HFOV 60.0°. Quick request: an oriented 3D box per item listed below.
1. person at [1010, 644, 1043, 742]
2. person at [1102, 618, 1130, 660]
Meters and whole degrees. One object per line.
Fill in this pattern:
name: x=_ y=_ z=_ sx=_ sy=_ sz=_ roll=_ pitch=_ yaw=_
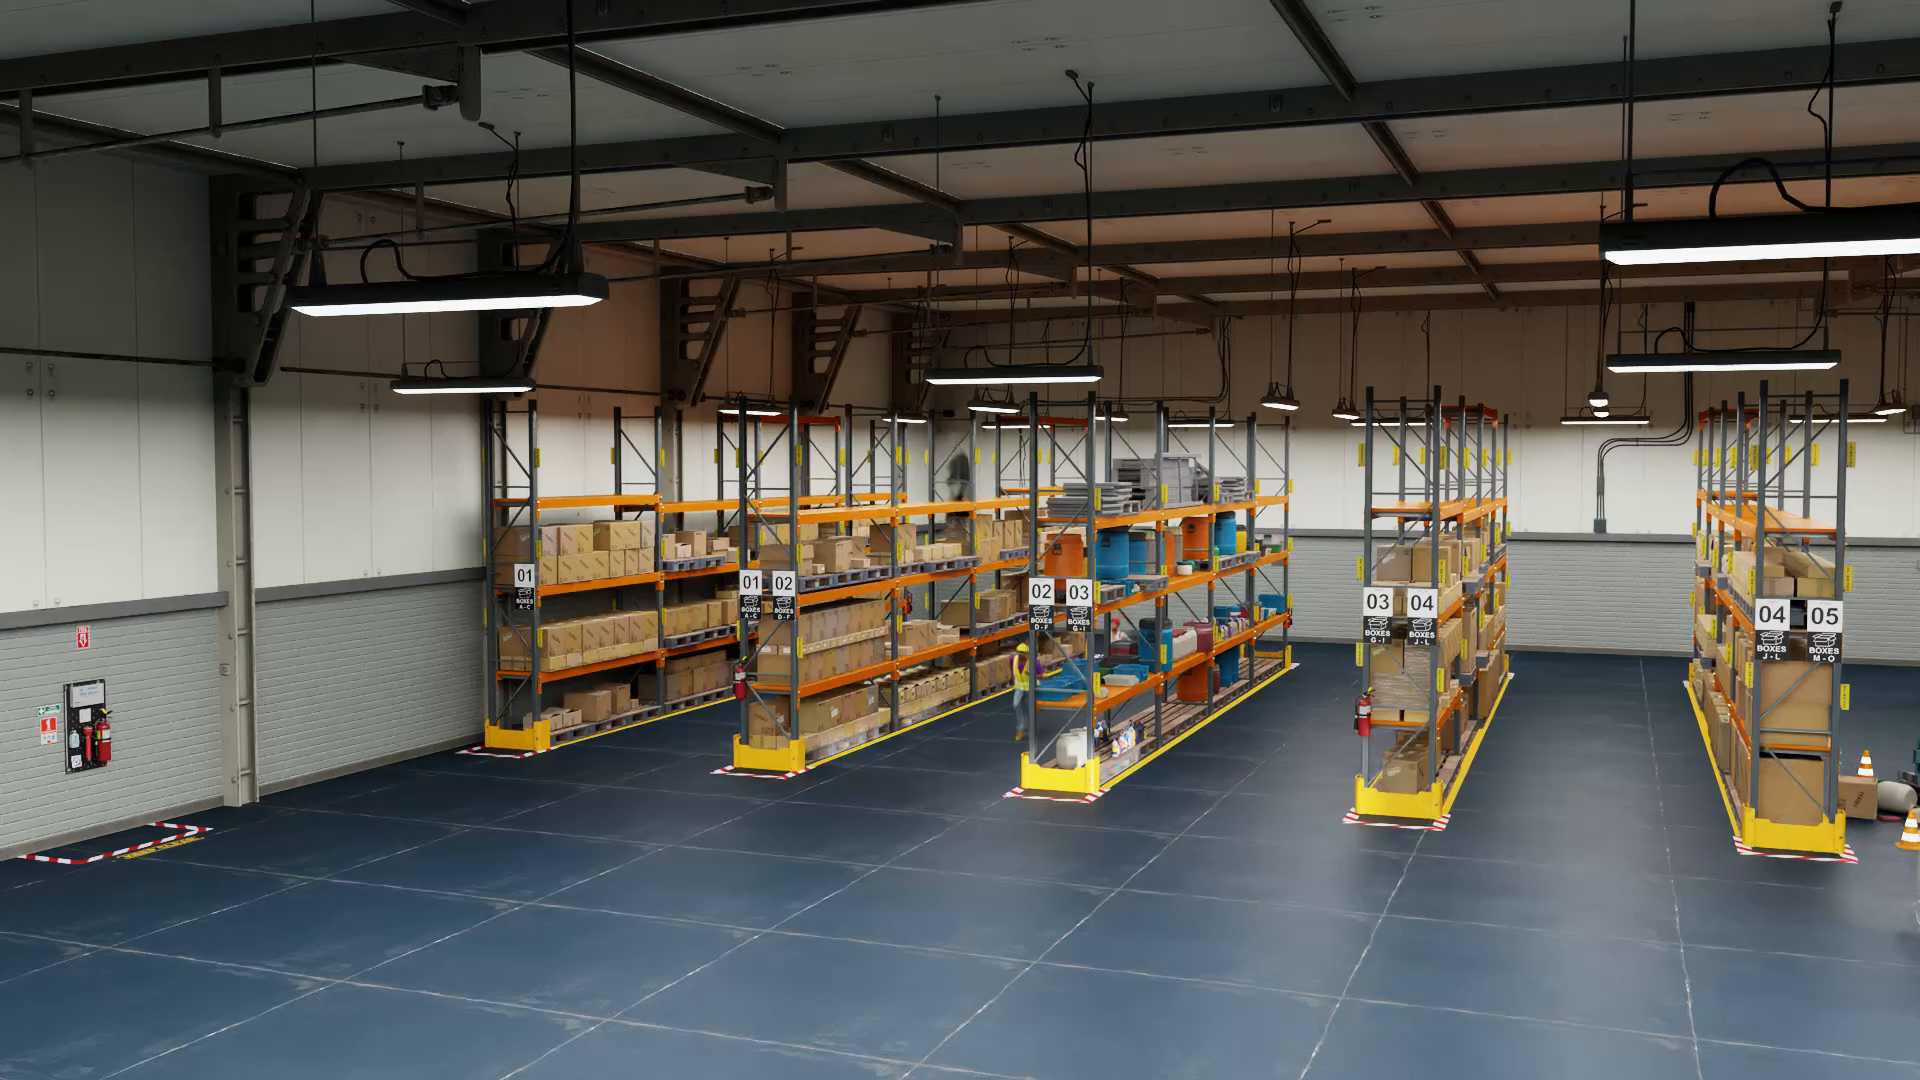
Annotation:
person: x=1.178 y=2.688 z=29.524 sx=0.686 sy=1.748 sz=0.940 roll=1 pitch=3 yaw=16
person: x=3.169 y=2.461 z=33.882 sx=0.644 sy=1.751 sz=0.630 roll=1 pitch=3 yaw=26
